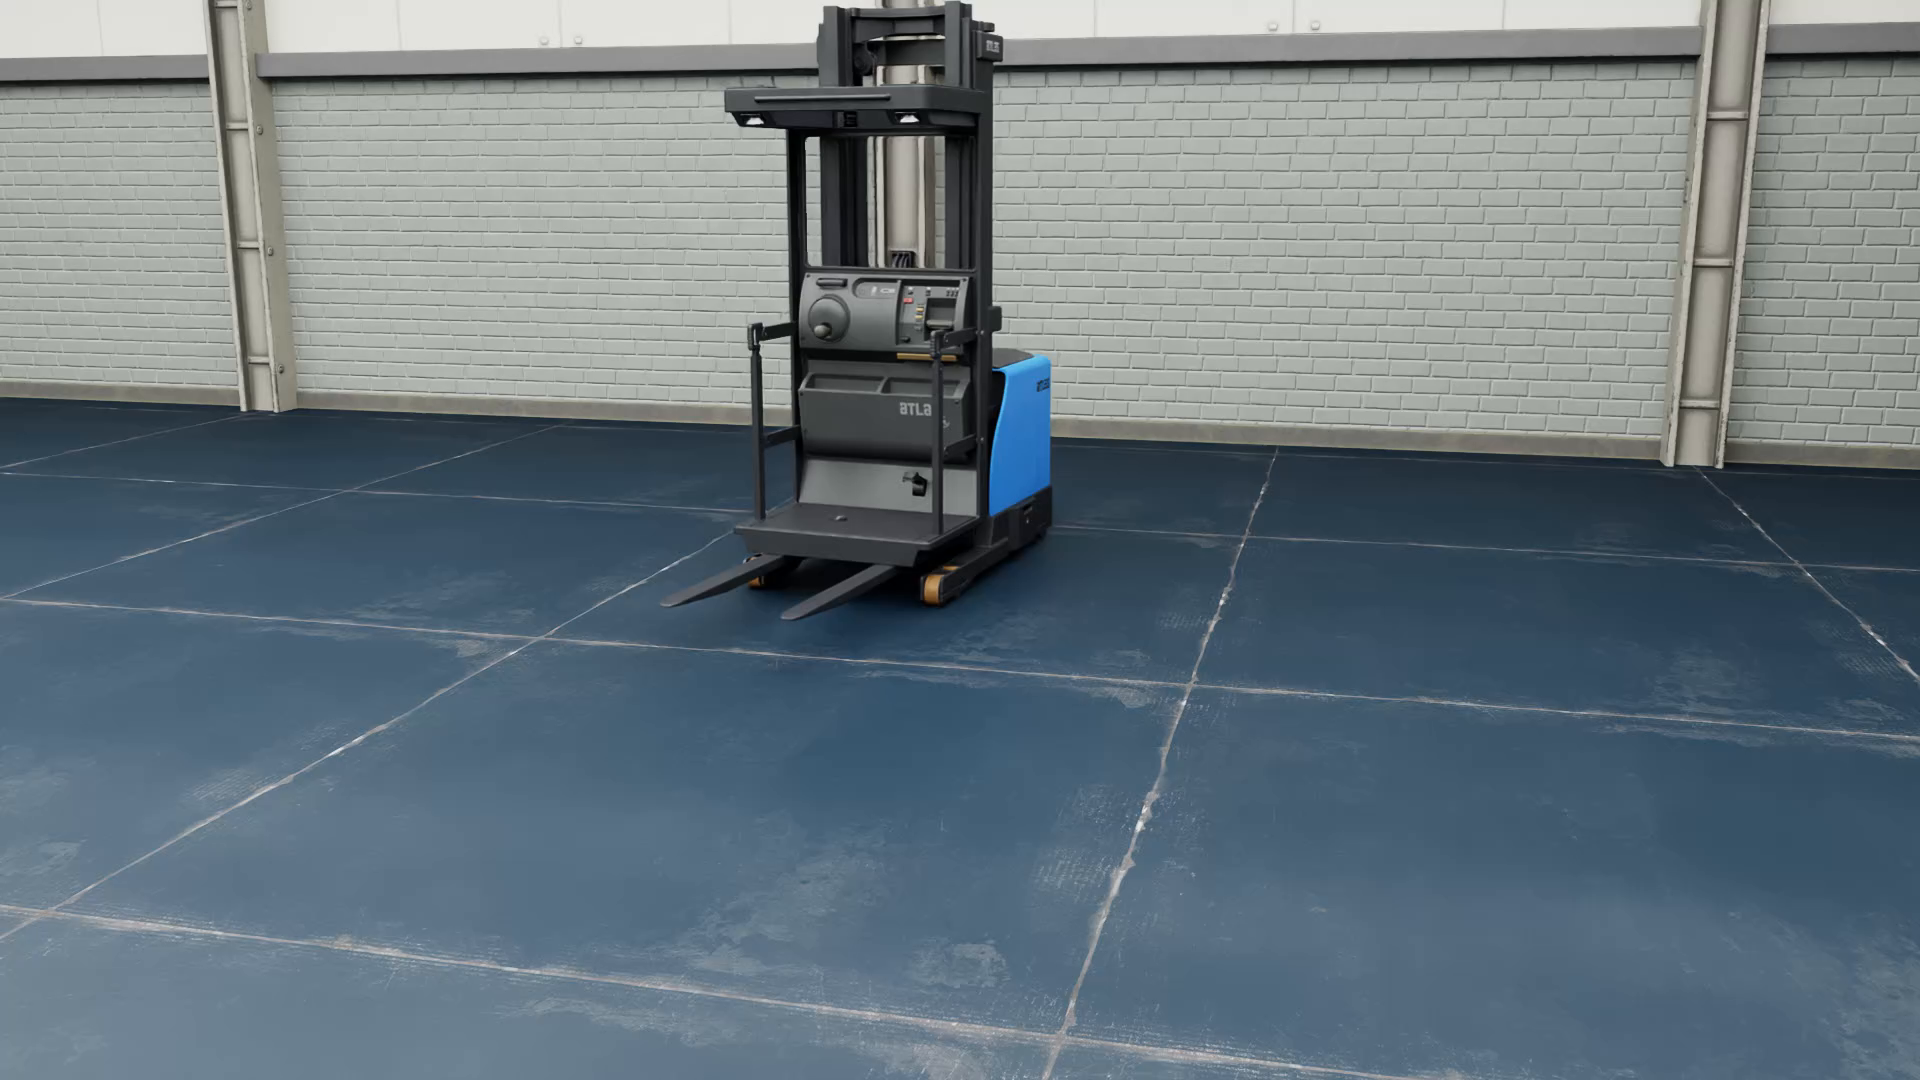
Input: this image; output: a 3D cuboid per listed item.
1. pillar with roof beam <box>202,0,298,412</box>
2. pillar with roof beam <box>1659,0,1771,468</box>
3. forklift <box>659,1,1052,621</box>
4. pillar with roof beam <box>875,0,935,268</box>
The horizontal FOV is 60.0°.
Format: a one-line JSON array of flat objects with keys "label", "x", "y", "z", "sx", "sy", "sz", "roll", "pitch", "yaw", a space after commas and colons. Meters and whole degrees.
[{"label": "pillar with roof beam", "x": -7.286, "y": -4.674, "z": 10.026, "sx": 0.400, "sy": 9.000, "sz": 9.100, "roll": 3, "pitch": 13, "yaw": 14}, {"label": "pillar with roof beam", "x": 4.364, "y": -4.052, "z": 7.219, "sx": 0.400, "sy": 9.000, "sz": 9.100, "roll": 3, "pitch": 13, "yaw": 14}, {"label": "forklift", "x": -0.473, "y": -1.202, "z": 8.386, "sx": 1.130, "sy": 2.935, "sz": 3.031, "roll": 5, "pitch": 13, "yaw": 21}, {"label": "pillar with roof beam", "x": -1.461, "y": -4.363, "z": 8.622, "sx": 0.400, "sy": 9.000, "sz": 9.100, "roll": 3, "pitch": 13, "yaw": 14}]
